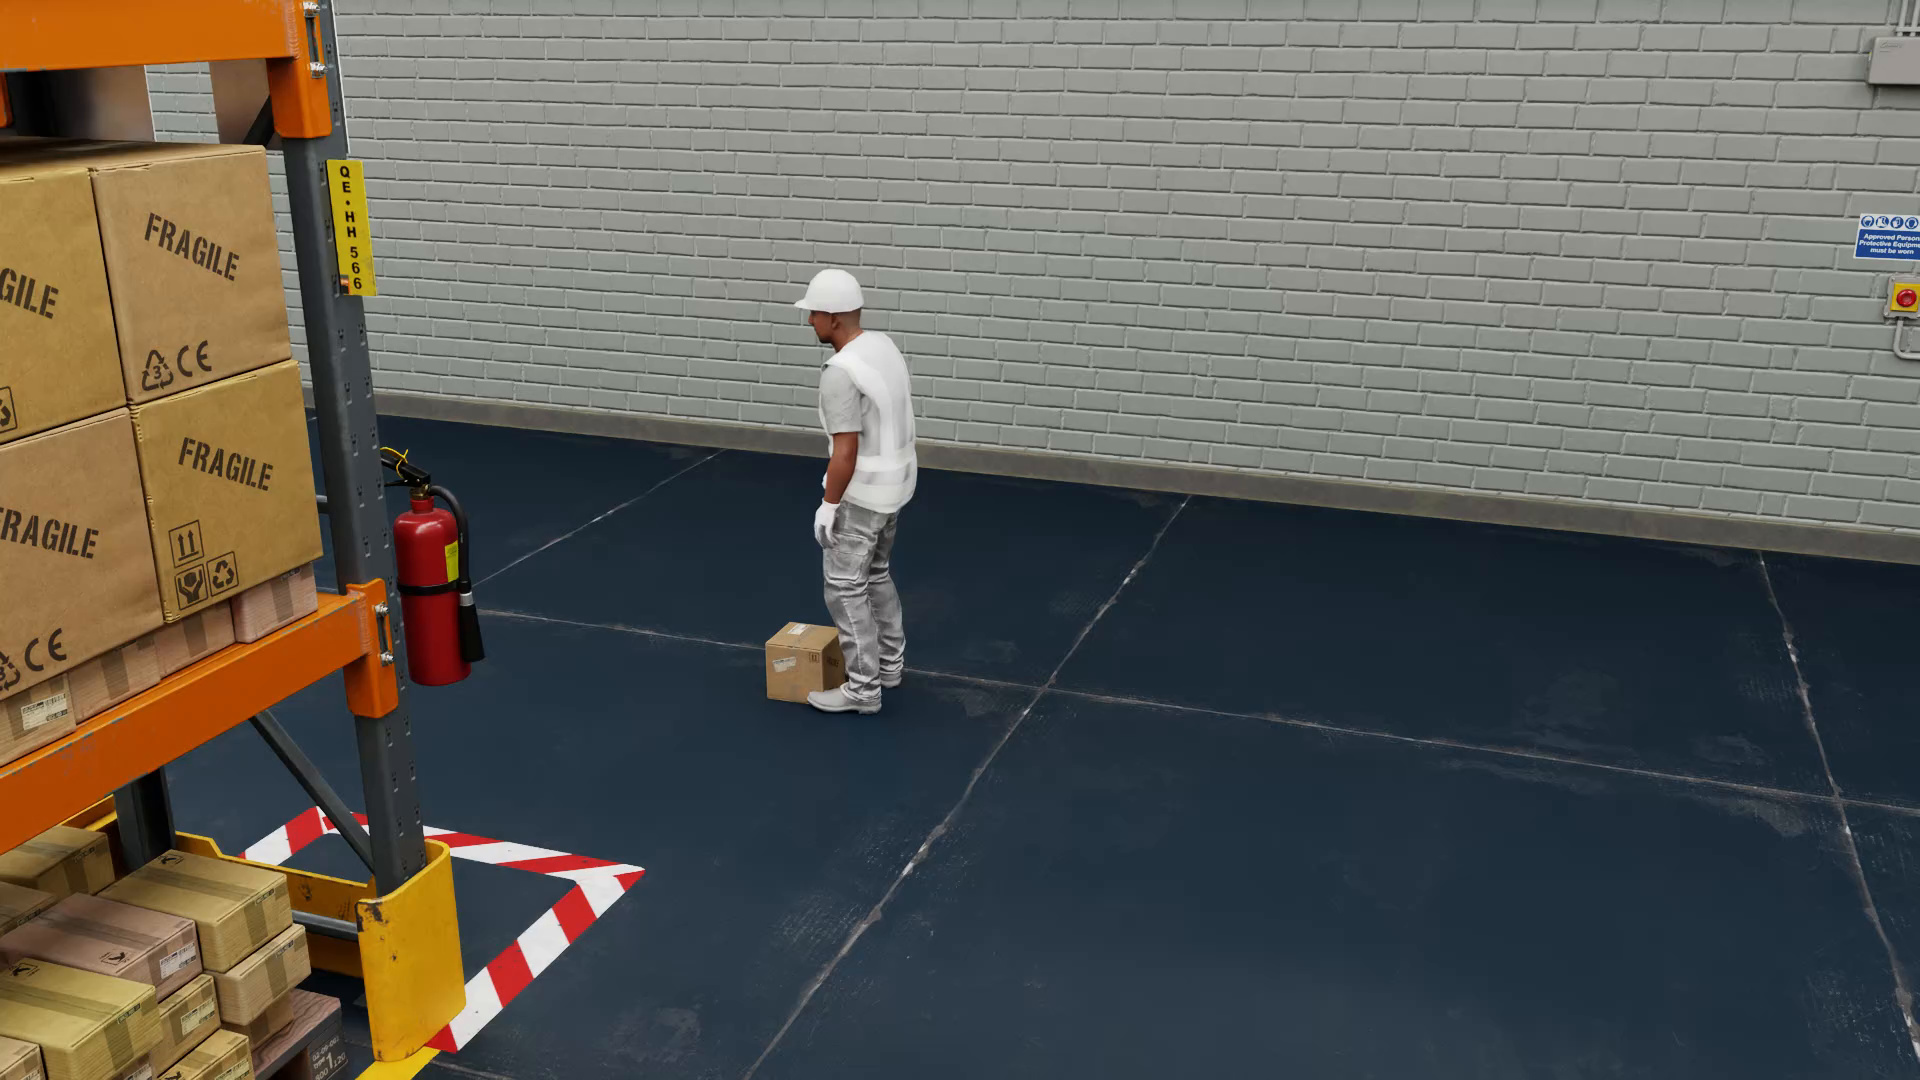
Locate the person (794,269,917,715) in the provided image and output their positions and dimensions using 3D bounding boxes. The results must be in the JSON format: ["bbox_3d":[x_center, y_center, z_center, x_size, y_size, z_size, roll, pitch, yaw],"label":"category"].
[{"bbox_3d":[-0.409,-0.190,6.612,0.448,1.773,0.615,6,19,17],"label":"person"}]
